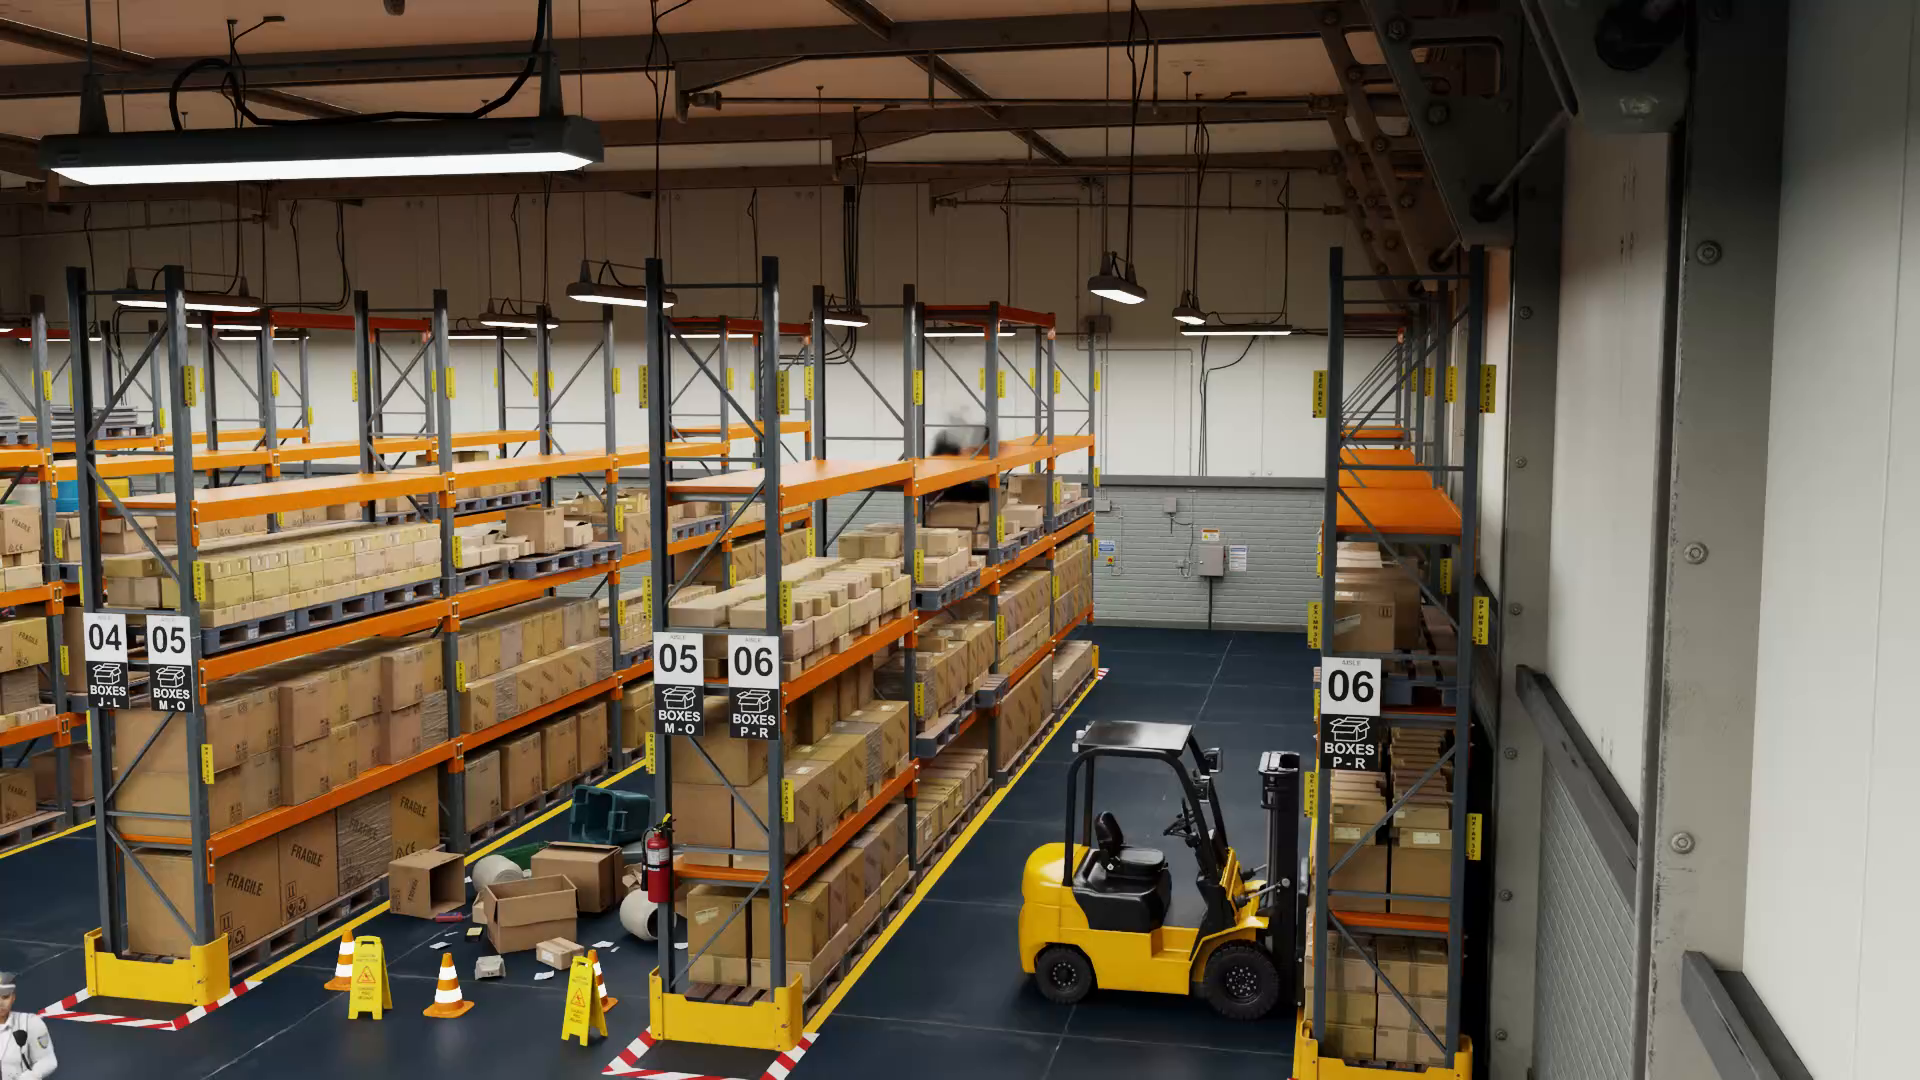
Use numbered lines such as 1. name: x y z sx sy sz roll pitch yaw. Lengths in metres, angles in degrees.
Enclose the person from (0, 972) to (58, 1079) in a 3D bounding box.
1. person: -5.583 3.352 9.691 0.581 1.728 0.710 -4 7 -37
